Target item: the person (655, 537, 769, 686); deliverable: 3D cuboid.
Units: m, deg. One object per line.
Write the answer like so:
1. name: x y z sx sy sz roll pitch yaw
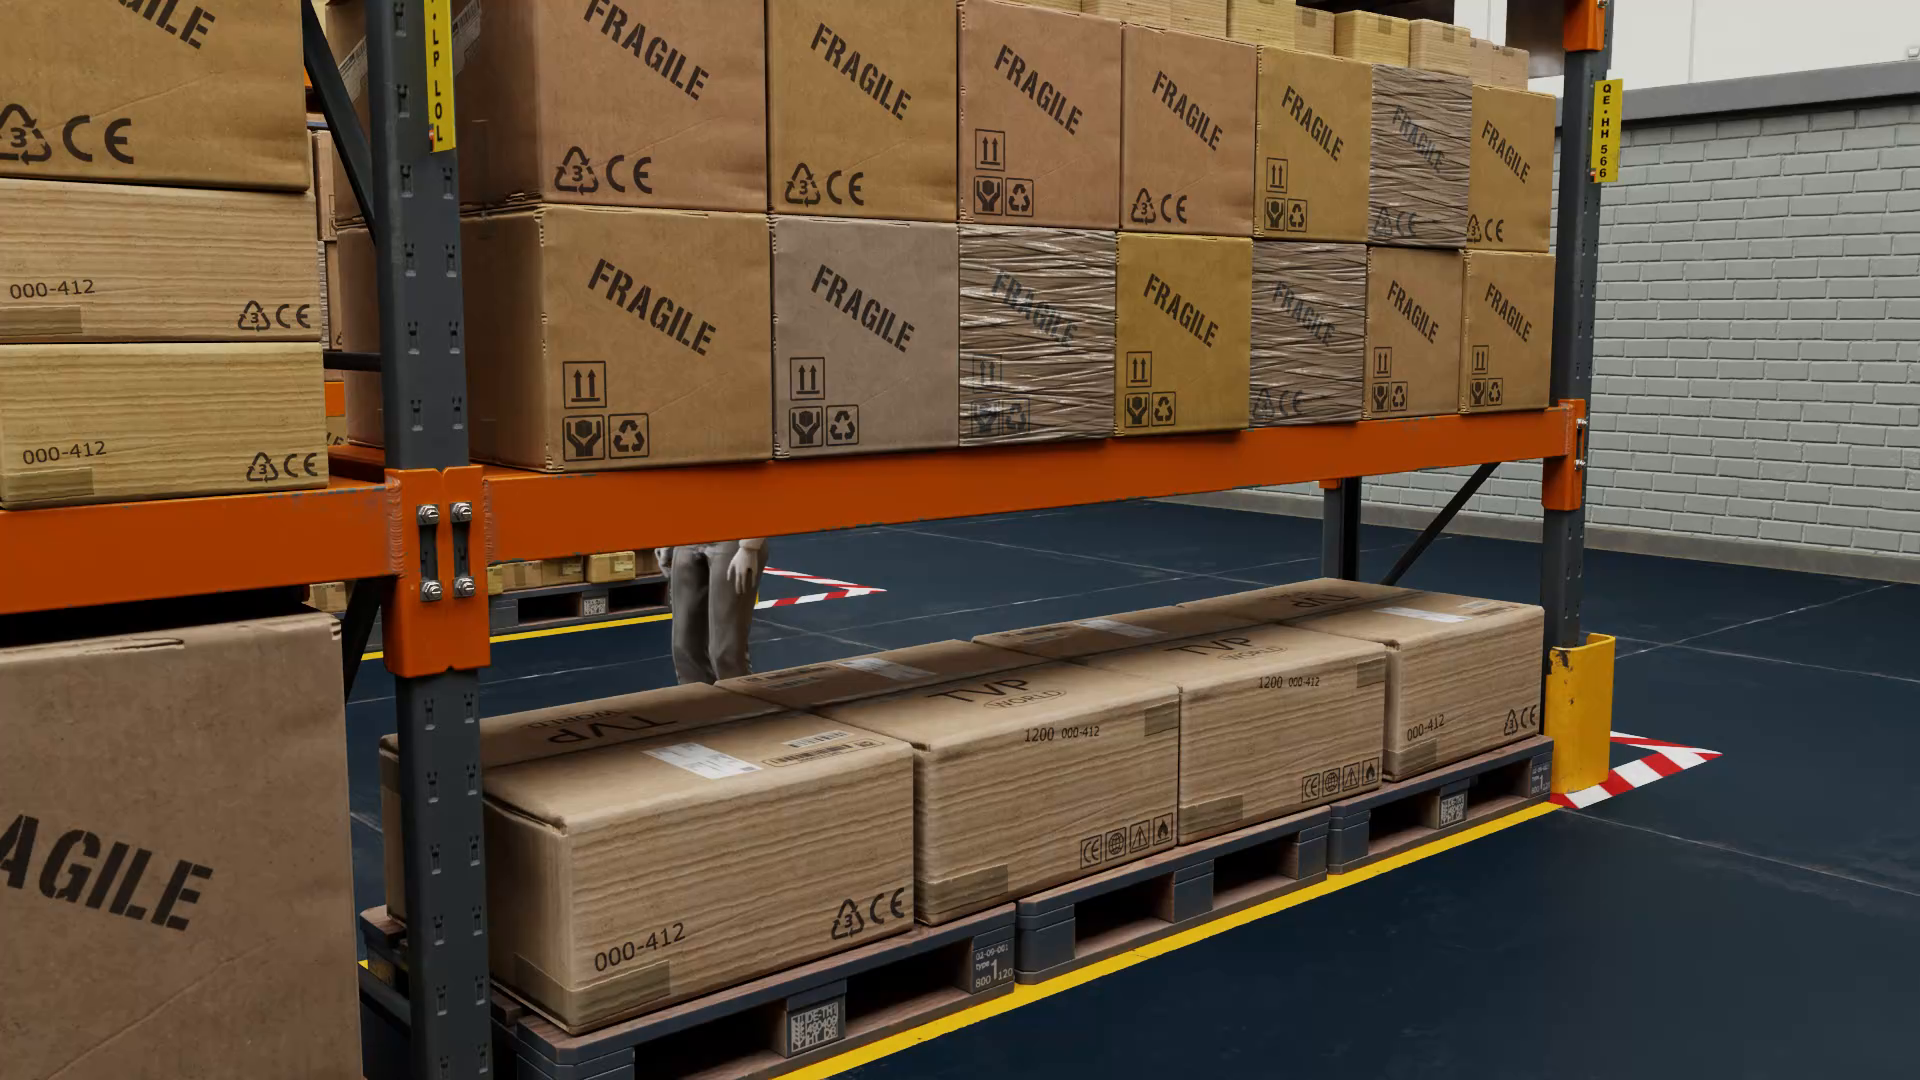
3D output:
1. person: -0.833 0.016 5.651 0.373 1.665 0.542 -7 10 -43
